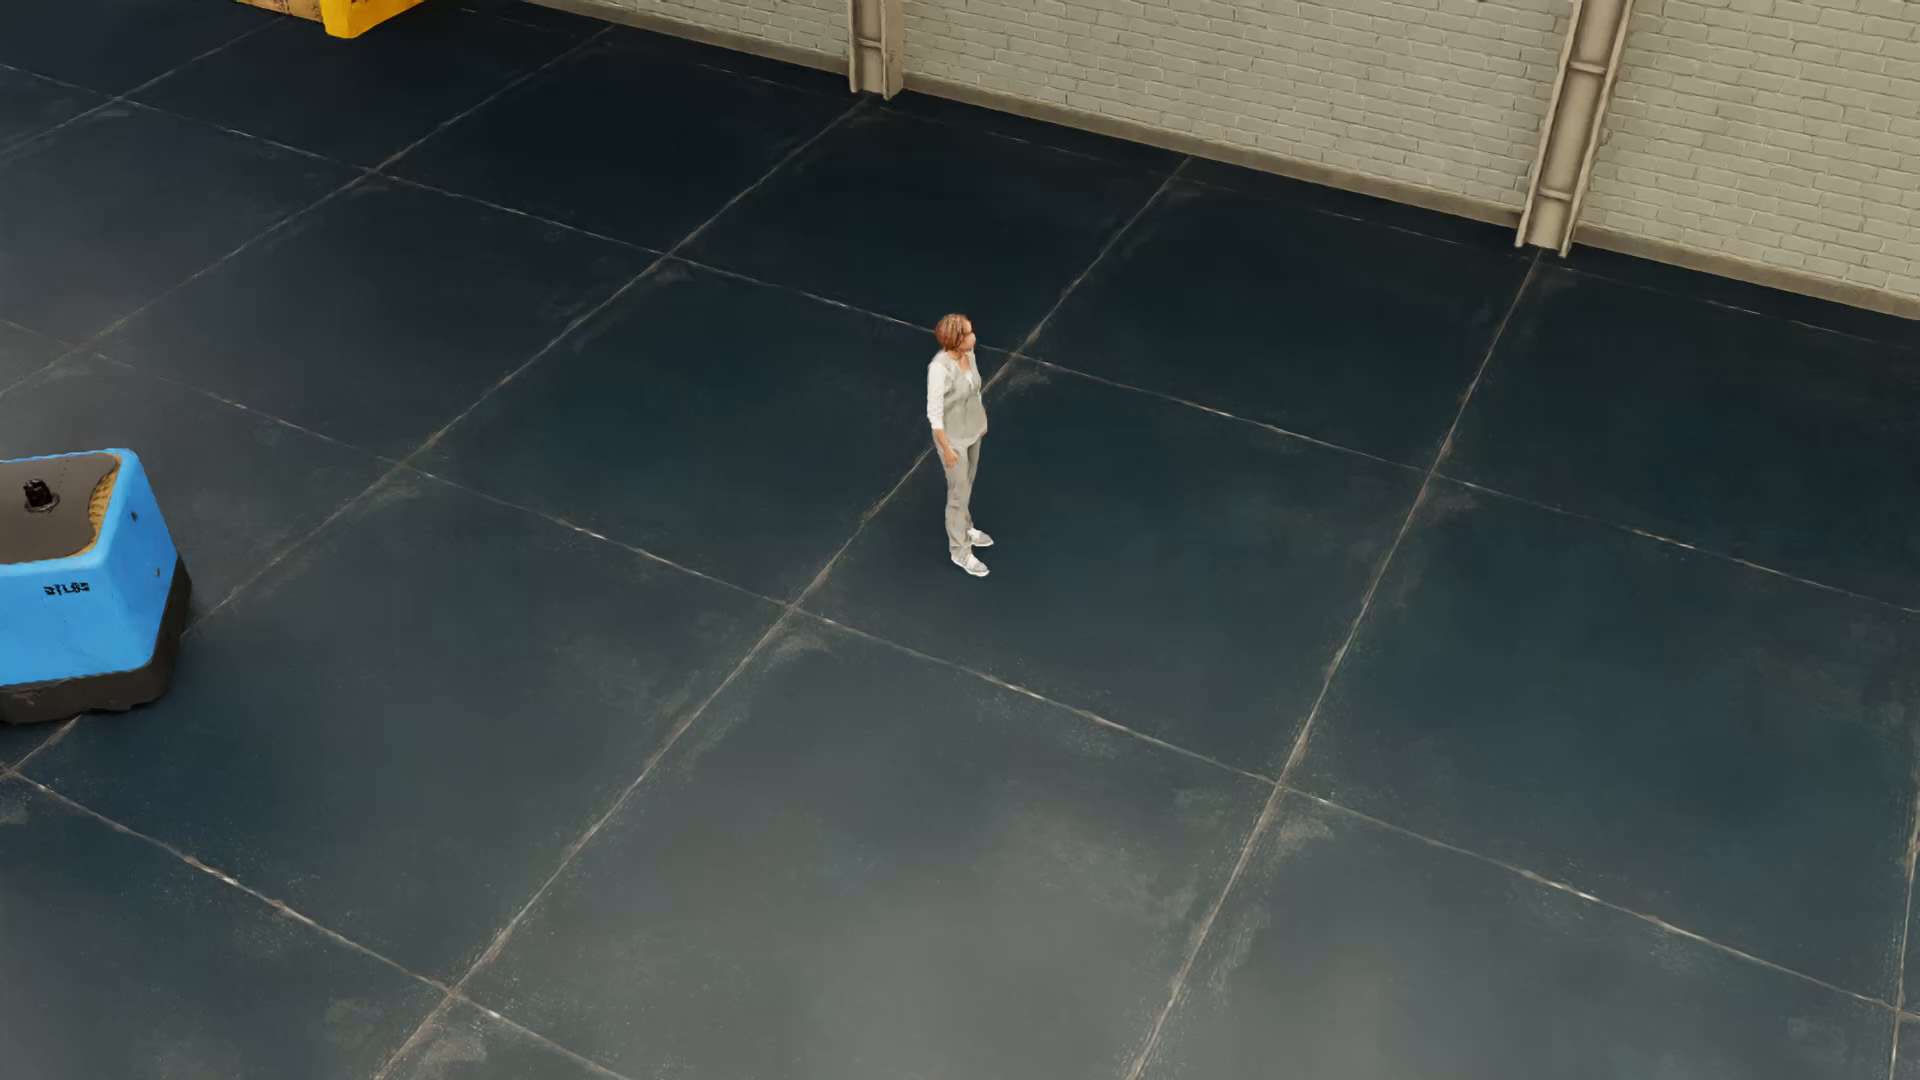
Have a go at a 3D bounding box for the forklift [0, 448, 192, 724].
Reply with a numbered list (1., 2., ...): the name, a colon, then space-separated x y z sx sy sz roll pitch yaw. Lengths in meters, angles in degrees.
1. forklift: -5.942 -0.337 8.387 3.031 2.935 1.130 -7 41 -8

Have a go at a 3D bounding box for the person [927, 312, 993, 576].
1. person: 0.059 -0.586 9.707 0.474 1.597 0.521 18 43 21
